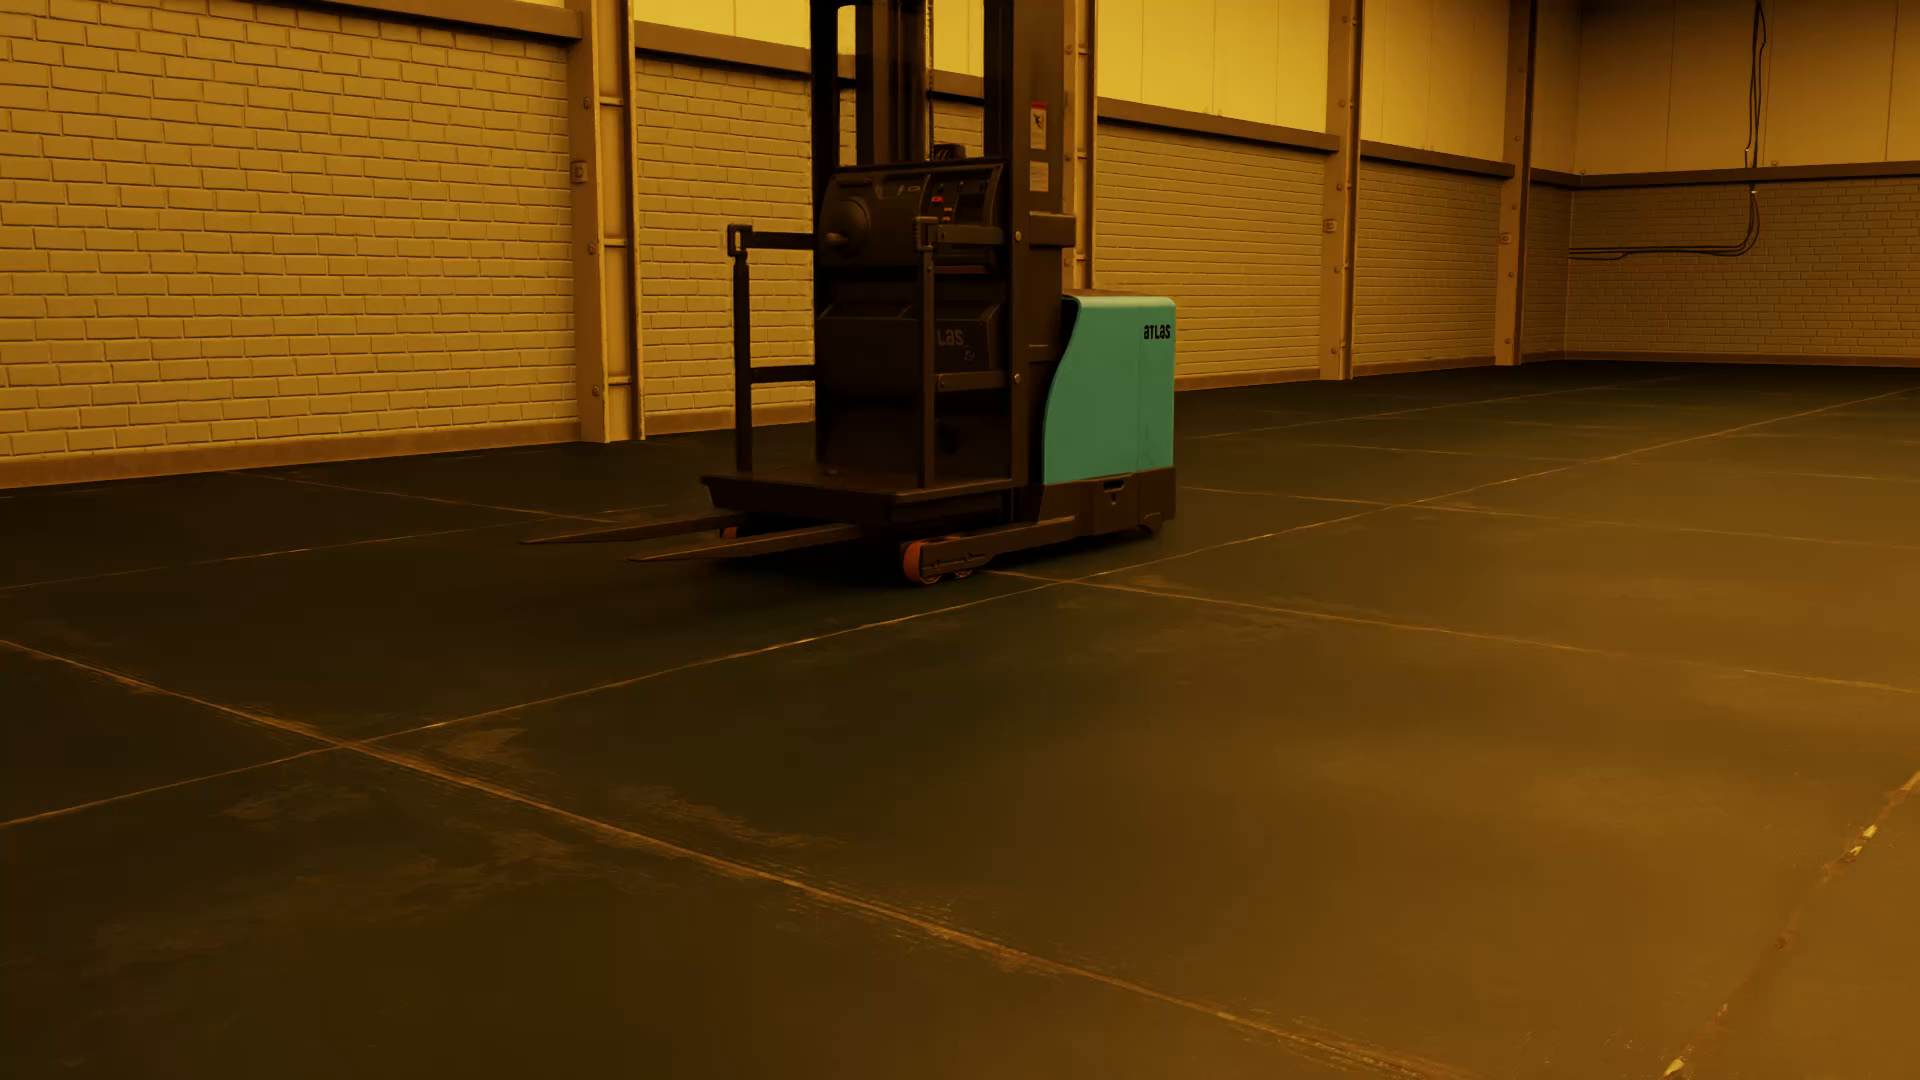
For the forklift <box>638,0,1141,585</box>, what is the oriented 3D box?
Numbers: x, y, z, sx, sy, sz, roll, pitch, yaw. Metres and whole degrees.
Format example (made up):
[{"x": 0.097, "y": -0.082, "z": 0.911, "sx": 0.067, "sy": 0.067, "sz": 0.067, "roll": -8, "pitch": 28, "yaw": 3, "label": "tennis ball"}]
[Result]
[{"x": -0.174, "y": -1.349, "z": 6.502, "sx": 1.130, "sy": 2.935, "sz": 3.031, "roll": 3, "pitch": 9, "yaw": 22, "label": "forklift"}]
